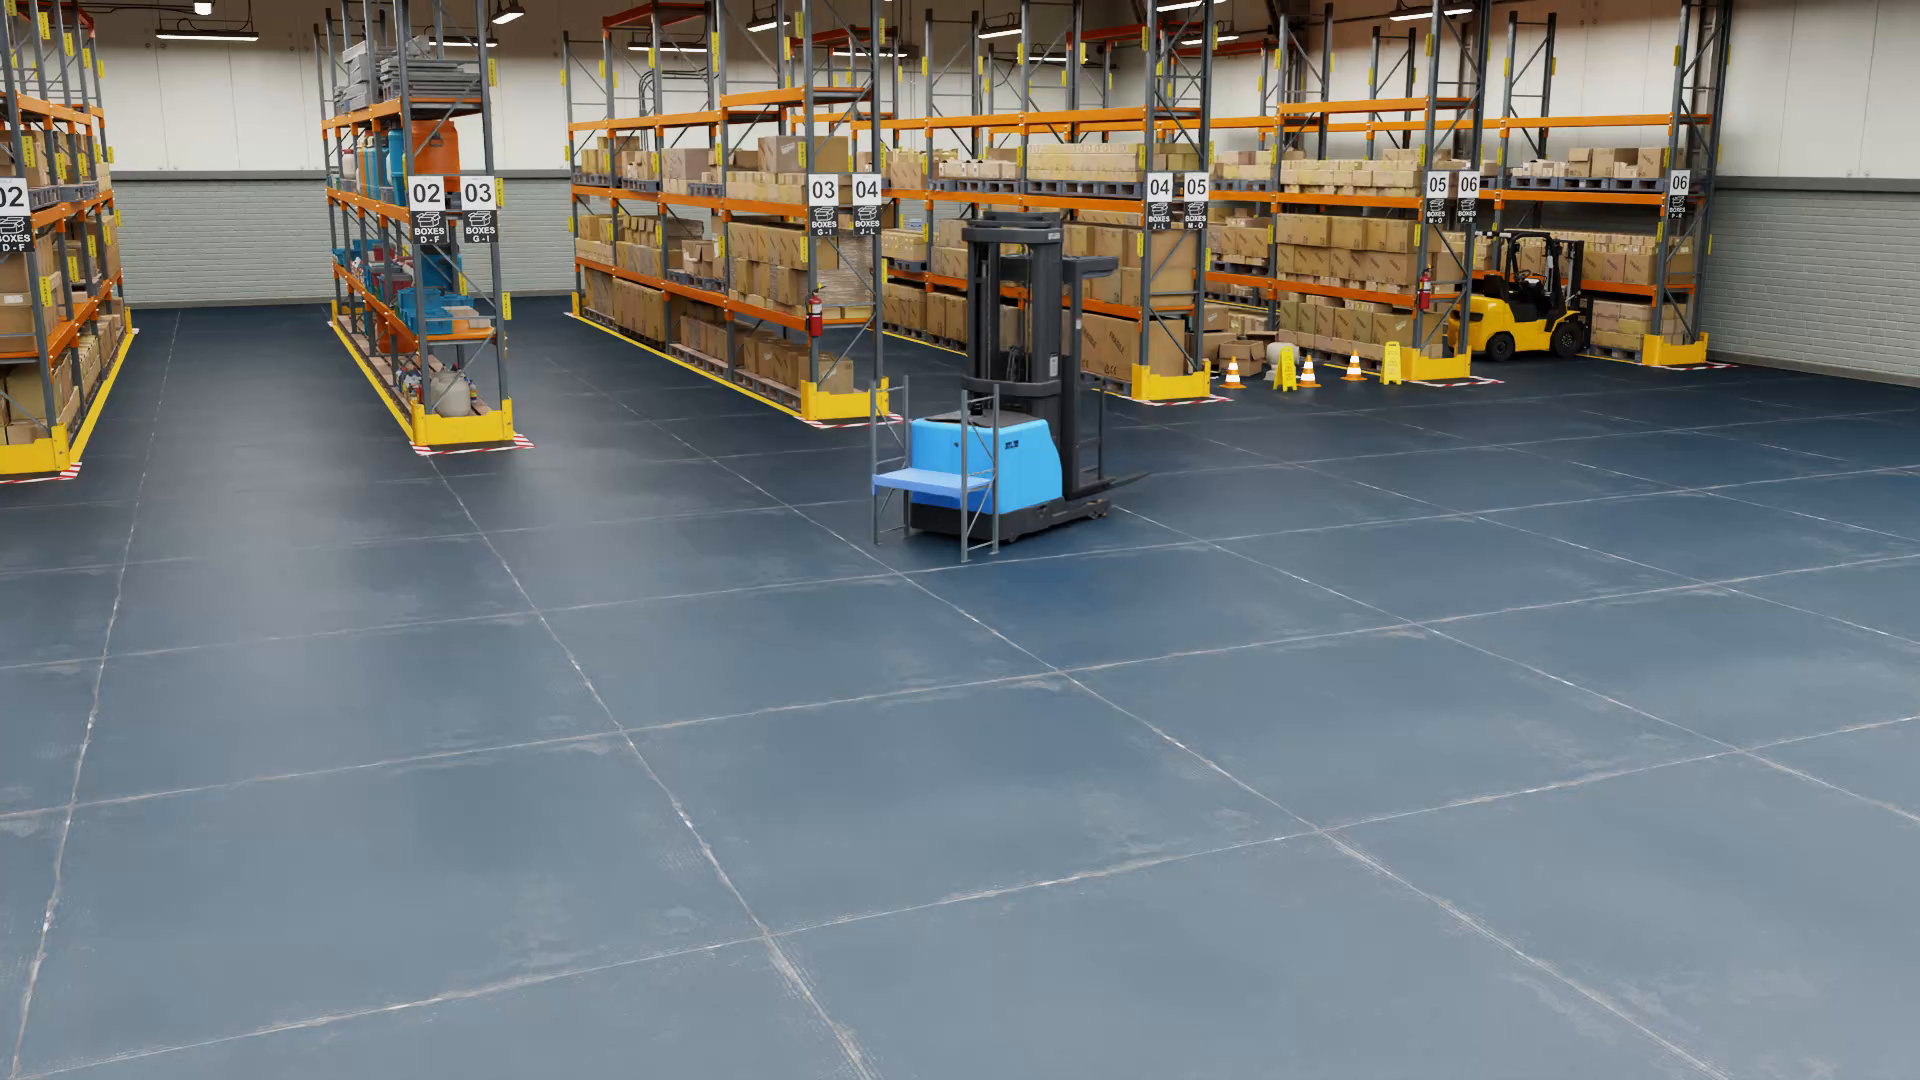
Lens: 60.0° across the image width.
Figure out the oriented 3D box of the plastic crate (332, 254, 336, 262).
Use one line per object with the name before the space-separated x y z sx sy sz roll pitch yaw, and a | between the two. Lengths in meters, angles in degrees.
plastic crate | -12.619 -5.731 33.809 0.250 0.136 0.298 -6 14 -23

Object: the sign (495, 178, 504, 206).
sign | -5.553 -4.193 20.043 0.100 0.325 0.005 -6 14 -23

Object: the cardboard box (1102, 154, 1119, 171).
cardboard box | 2.412 -5.519 24.311 0.500 0.250 0.500 -6 14 -23

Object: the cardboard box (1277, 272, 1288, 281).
cardboard box | 5.789 -4.631 29.164 0.380 0.149 0.250 -6 14 -23

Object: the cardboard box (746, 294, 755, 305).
cardboard box | -2.928 -3.550 24.495 0.380 0.149 0.250 -6 14 -23

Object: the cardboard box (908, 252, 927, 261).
cardboard box | -0.759 -5.349 31.333 0.380 0.149 0.250 -5 14 -22

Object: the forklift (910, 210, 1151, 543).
forklift | 0.818 -1.683 16.023 1.130 2.935 3.031 9 16 35

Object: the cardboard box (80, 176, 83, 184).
cardboard box | -14.422 -5.695 26.329 0.910 0.500 0.500 -6 14 -23

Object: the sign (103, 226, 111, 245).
sign | -14.899 -5.326 29.043 0.100 0.325 0.005 -6 14 -23

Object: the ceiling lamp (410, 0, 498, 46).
ceiling lamp | -11.236 -12.533 36.498 2.000 3.185 0.800 -6 14 -23

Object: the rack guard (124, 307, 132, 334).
rack guard | -16.978 -4.304 32.738 1.175 0.500 0.348 -6 14 -23

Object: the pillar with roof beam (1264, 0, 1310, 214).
pillar with roof beam | 3.901 -9.709 37.241 9.100 9.000 0.548 -6 14 -23

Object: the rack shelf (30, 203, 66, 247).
rack shelf | -11.400 -3.756 19.770 1.077 0.370 4.000 -6 14 -23

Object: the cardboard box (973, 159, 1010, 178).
cardboard box | 0.558 -6.393 28.612 0.500 0.311 0.500 -6 14 -25

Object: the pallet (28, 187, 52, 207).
pallet | -11.351 -4.051 19.645 1.003 0.211 1.213 -6 14 -23

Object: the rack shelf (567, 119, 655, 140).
rack shelf | -7.129 -8.396 34.051 1.077 0.370 4.000 -6 14 -23

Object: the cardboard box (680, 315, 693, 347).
cardboard box | -4.439 -3.639 28.888 0.700 0.500 0.500 -6 15 -26

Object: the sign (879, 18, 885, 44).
sign | -1.024 -6.591 21.525 0.100 0.325 0.005 -6 14 -23

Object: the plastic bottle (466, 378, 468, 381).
plastic bottle | -6.677 -2.058 22.565 0.097 0.271 0.097 0 13 0

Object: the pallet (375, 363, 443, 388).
pallet | -8.504 -2.558 25.833 1.003 0.211 1.213 -6 14 -23

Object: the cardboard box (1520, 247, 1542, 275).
cardboard box | 10.666 -5.124 30.515 0.500 0.500 0.500 -5 14 -22

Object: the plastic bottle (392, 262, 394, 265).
plastic bottle | -10.117 -4.820 29.710 0.097 0.271 0.097 0 13 0

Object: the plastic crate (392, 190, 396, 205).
plastic crate | -7.279 -4.513 21.913 0.336 0.188 0.450 -6 14 -23

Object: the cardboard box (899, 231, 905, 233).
cardboard box | -0.992 -6.125 33.367 0.380 0.149 0.250 -6 14 -25

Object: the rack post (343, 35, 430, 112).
rack post | -8.529 -6.924 24.767 1.013 1.000 3.121 -6 14 -23

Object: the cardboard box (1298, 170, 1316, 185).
cardboard box | 6.097 -6.159 28.231 0.500 0.250 0.500 -6 14 -23

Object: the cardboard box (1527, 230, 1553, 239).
cardboard box | 10.657 -5.616 30.542 0.380 0.149 0.250 -6 14 -24

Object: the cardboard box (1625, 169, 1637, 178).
cardboard box | 11.495 -6.206 28.165 0.380 0.149 0.250 -6 14 -25

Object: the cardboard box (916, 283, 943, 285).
cardboard box | -0.585 -4.931 32.850 0.500 0.250 0.500 -6 14 -23

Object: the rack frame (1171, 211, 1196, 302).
rack frame | 4.354 -5.674 33.113 1.000 3.000 0.127 -6 14 -23

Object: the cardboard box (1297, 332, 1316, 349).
cardboard box | 6.170 -3.457 28.701 0.500 0.250 0.500 -5 14 -20

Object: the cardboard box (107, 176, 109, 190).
cardboard box | -16.371 -6.739 31.397 0.500 0.250 0.500 -6 14 -23

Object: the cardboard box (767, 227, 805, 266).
cardboard box | -2.371 -4.104 23.233 0.500 0.500 0.500 -6 14 -23

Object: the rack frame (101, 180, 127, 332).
rack frame | -17.009 -5.538 32.524 1.000 3.000 0.127 -6 14 -23

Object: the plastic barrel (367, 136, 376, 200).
plastic barrel | -8.326 -5.431 24.300 0.600 0.901 0.600 0 13 0

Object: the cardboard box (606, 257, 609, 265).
cardboard box | -6.854 -5.570 33.219 0.380 0.149 0.250 -5 14 -22

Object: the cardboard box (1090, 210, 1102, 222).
cardboard box | 3.093 -6.713 35.163 0.500 0.500 0.500 -6 14 -24

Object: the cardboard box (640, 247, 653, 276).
cardboard box | -5.556 -5.118 30.488 0.500 0.500 0.500 -6 14 -25

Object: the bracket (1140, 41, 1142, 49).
bracket | 4.951 -13.144 44.103 0.235 0.232 0.430 -6 14 -23

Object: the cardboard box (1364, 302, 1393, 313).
cardboard box | 6.791 -3.779 26.992 0.380 0.149 0.250 -5 14 -21

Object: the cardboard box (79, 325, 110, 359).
cardboard box | -14.136 -3.213 27.048 0.500 0.500 0.500 -6 14 -24

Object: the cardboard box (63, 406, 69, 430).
cardboard box | -11.014 -1.434 19.961 0.500 0.250 0.500 -6 14 -23

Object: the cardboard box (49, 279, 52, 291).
cardboard box | -11.389 -3.124 20.435 0.380 0.149 0.250 -5 14 -21

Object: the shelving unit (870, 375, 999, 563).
shelving unit | -0.229 -0.648 14.722 1.048 1.500 0.538 10 16 36

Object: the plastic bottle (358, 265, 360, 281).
plastic bottle | -10.402 -4.622 28.825 0.061 0.283 0.133 -6 14 -23

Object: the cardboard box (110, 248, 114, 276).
cardboard box | -15.569 -4.995 29.959 0.500 0.500 0.500 -5 14 -22

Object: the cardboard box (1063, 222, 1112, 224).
cardboard box | 1.905 -4.796 26.593 0.875 0.550 0.550 -6 14 -23

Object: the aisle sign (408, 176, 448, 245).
aisle sign | -6.303 -3.903 19.698 0.394 0.787 0.004 -6 14 -23

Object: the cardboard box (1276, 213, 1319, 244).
cardboard box | 5.934 -5.418 28.907 0.700 0.500 0.500 -6 14 -24

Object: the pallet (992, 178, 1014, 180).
pallet | 1.457 -8.593 39.268 1.003 0.211 1.213 -6 14 -23

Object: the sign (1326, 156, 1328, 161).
sign | 6.451 -6.611 29.364 0.100 0.325 0.005 -6 14 -23

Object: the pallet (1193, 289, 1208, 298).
pallet | 6.047 -6.237 41.730 1.003 0.211 1.213 -6 14 -23

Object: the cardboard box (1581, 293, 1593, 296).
cardboard box | 11.285 -4.356 30.366 0.500 0.250 0.500 -6 14 -23

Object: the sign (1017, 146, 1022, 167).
sign | 0.968 -6.195 26.868 0.100 0.325 0.005 -6 14 -23

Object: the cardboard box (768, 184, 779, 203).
cardboard box | -2.347 -4.801 23.019 0.500 0.250 0.500 -5 14 -22
